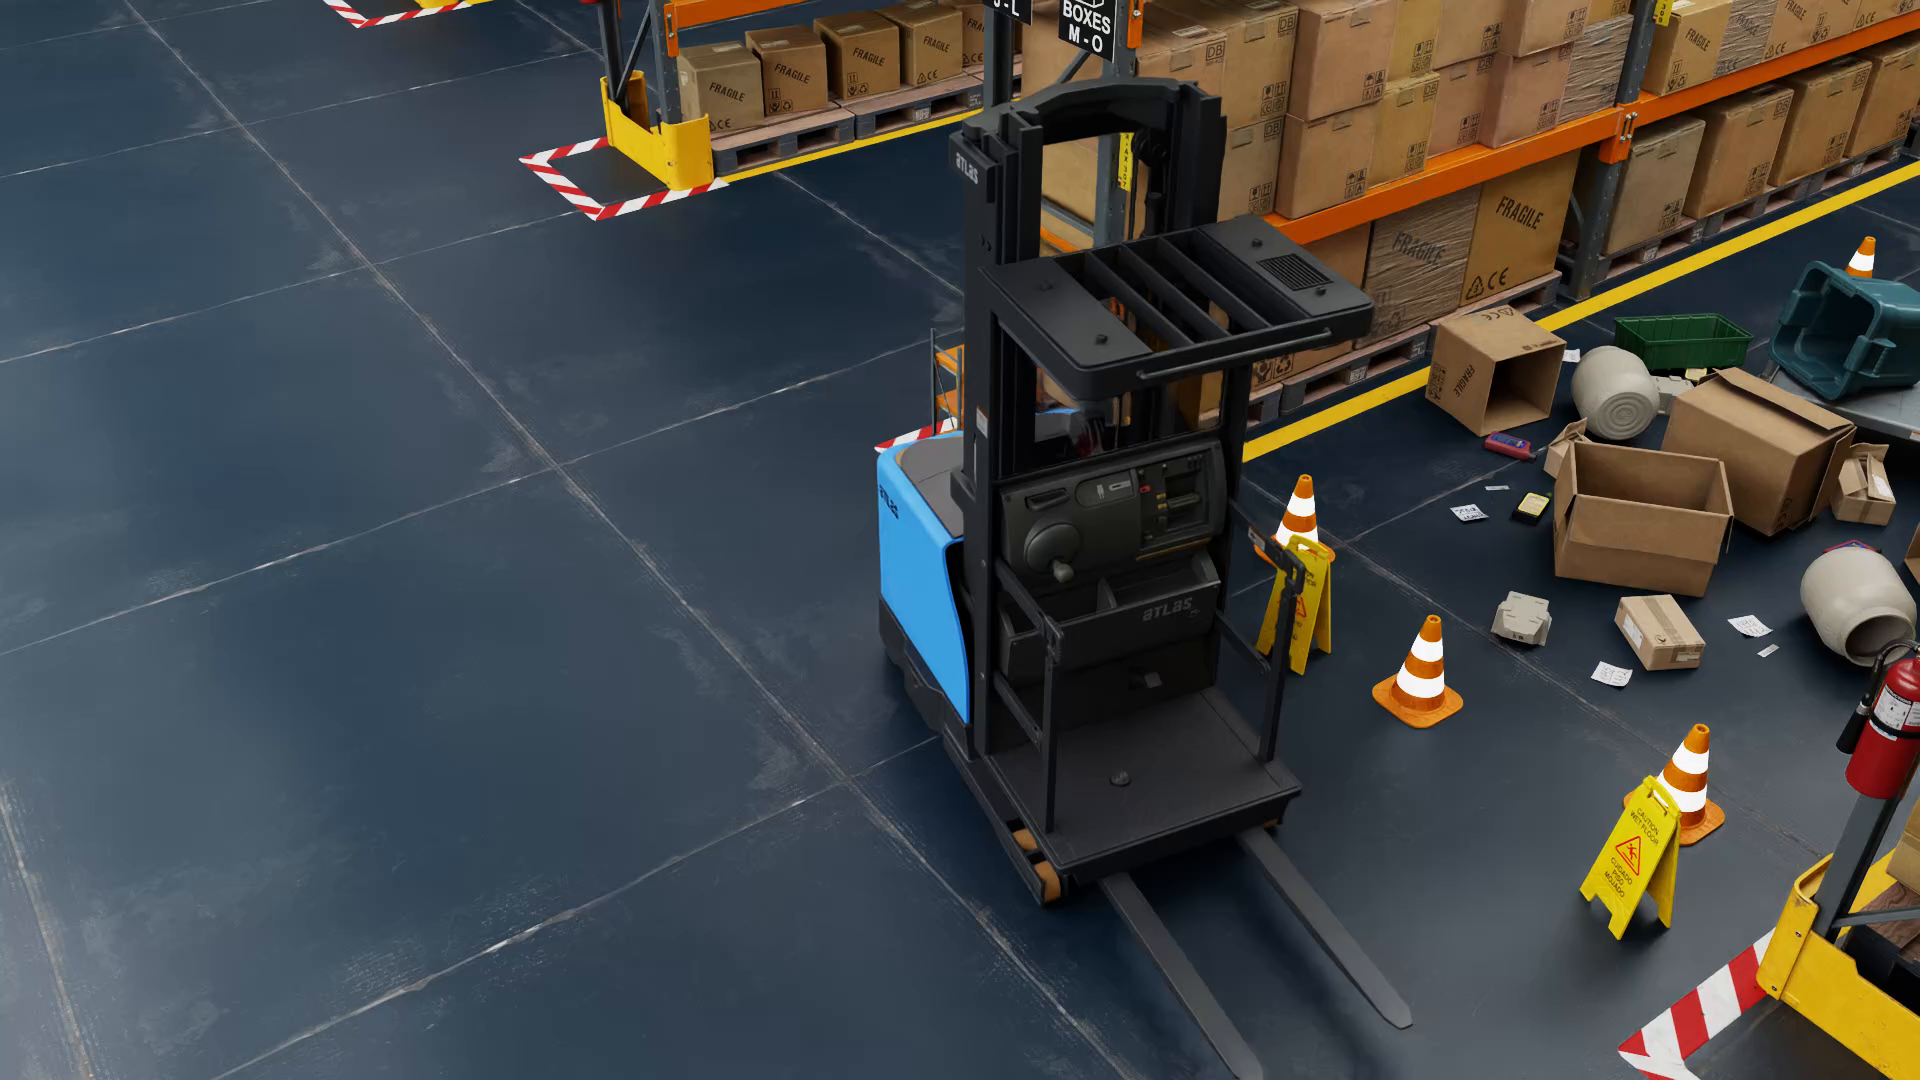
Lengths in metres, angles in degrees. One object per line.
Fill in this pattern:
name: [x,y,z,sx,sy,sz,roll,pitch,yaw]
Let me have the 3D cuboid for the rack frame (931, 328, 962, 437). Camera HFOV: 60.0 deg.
rack frame: [-0.064,-0.461,8.176,0.015,1.200,0.240,-22,41,-28]

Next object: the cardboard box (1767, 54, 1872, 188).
cardboard box: [5.729,-3.138,11.925,0.750,0.750,1.050,-22,41,-27]

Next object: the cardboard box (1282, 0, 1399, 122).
cardboard box: [1.710,-2.606,8.564,0.550,0.550,0.875,-22,41,-28]

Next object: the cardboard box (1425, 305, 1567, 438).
cardboard box: [3.044,-0.967,9.478,0.500,0.500,0.500,-15,38,-20]

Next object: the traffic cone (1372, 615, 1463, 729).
traffic cone: [2.077,0.535,7.423,0.334,0.463,0.336,-22,41,-28]

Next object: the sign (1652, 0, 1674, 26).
sign: [4.043,-3.112,9.512,0.005,0.325,0.100,-22,41,-28]

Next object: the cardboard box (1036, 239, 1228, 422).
cardboard box: [0.968,-1.215,9.144,0.875,0.875,0.875,-22,41,-28]

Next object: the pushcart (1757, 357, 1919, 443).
pushcart: [5.302,-0.671,9.174,1.648,0.377,0.936,22,41,28]

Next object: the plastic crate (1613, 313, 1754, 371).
plastic crate: [4.334,-1.191,10.009,0.662,0.188,0.450,-3,26,-4]

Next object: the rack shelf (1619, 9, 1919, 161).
rack shelf: [5.356,-3.374,11.301,4.000,0.370,1.077,-22,41,-28]

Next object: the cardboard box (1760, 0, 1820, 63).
cardboard box: [5.129,-3.419,10.663,0.500,0.500,0.500,-23,41,-28]

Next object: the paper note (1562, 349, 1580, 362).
paper note: [3.694,-1.129,10.107,0.147,0.020,0.142,9,37,12]

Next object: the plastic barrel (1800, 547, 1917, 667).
plastic barrel: [4.202,0.310,7.770,0.421,0.421,0.512,3,36,4]

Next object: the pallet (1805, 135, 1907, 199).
pallet: [6.303,-2.977,12.522,1.213,0.211,1.003,-22,41,-28]

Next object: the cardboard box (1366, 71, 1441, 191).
cardboard box: [2.106,-2.377,9.170,0.500,0.550,0.875,-22,41,-28]

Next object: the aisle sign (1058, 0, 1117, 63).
aisle sign: [0.567,-2.536,7.294,0.004,0.787,0.394,-22,41,-28]

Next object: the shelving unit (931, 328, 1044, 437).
shelving unit: [0.135,-0.543,8.290,0.503,1.200,0.258,-22,41,-28]

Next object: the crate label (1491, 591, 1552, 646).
crate label: [2.684,0.373,7.927,0.250,0.136,0.298,15,38,20]

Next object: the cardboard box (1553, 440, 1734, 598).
cardboard box: [3.364,-0.105,8.278,0.797,0.503,0.637,9,37,12]

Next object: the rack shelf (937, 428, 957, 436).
rack shelf: [0.135,-0.488,8.330,0.480,0.148,0.258,-22,41,-28]

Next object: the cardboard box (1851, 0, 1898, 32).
cardboard box: [5.961,-3.764,11.142,0.500,0.500,0.500,-23,42,-29]

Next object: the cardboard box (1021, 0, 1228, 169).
cardboard box: [0.778,-2.253,8.074,0.550,0.550,0.875,-22,41,-28]

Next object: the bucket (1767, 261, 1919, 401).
bucket: [4.939,-1.135,9.074,0.620,0.611,0.726,-1,34,-18]

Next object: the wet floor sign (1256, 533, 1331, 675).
wet floor sign: [1.569,0.263,7.645,0.267,0.644,0.232,30,45,35]

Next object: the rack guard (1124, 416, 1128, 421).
rack guard: [0.432,-0.625,9.004,0.348,0.500,1.175,-22,41,-28]

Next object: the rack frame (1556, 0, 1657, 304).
rack frame: [3.722,-2.993,10.156,0.127,3.000,1.000,-22,41,-28]

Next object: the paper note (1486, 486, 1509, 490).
paper note: [2.890,-0.280,8.944,0.123,0.001,0.032,-3,36,-4]

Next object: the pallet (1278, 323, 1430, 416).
pallet: [2.057,-1.230,10.092,1.213,0.211,1.003,-22,41,-28]

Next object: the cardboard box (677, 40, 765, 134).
cardboard box: [-1.803,-3.406,12.512,0.500,0.500,0.500,-15,38,-20]

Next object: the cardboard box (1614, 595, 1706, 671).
cardboard box: [3.293,0.434,7.833,0.250,0.149,0.380,-3,36,-4]

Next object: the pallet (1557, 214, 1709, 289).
pallet: [4.309,-2.156,11.381,1.213,0.211,1.003,-22,41,-28]

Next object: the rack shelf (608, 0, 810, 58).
rack shelf: [-0.688,-4.429,12.769,4.000,0.370,1.077,-22,41,-28]

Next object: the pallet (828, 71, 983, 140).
pallet: [-0.580,-3.607,13.397,1.213,0.211,1.003,-22,41,-28]

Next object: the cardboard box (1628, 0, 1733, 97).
cardboard box: [4.307,-3.082,10.194,0.500,0.500,0.500,-22,41,-27]

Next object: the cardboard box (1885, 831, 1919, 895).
cardboard box: [3.912,1.218,6.296,0.500,0.250,0.500,-23,41,-28]

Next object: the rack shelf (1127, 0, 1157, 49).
rack shelf: [2.087,-3.246,8.555,4.000,0.370,1.077,-22,41,-28]

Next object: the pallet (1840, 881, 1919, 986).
pallet: [4.133,1.531,6.254,1.213,0.211,1.003,-22,41,-28]

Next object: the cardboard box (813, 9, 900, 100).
cardboard box: [-0.811,-3.825,13.094,0.500,0.500,0.500,-18,40,-24]

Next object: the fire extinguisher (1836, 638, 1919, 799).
fire extinguisher: [3.027,0.531,5.322,0.183,0.674,0.296,-22,41,-28]

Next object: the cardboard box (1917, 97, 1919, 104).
cardboard box: [7.716,-3.610,12.795,0.500,0.500,0.500,-24,42,-30]

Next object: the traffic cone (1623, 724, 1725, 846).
traffic cone: [2.995,0.951,6.845,0.334,0.463,0.336,-22,41,-28]

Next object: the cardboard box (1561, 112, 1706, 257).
cardboard box: [4.177,-2.502,11.040,0.750,0.750,1.050,-23,41,-28]

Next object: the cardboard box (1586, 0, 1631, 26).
cardboard box: [3.400,-3.385,9.647,0.550,0.550,0.875,-22,41,-28]

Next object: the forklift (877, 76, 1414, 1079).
forklift: [0.676,-0.044,6.114,1.130,2.935,3.031,-14,38,-19]

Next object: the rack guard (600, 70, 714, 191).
rack guard: [-2.261,-3.060,12.389,0.348,0.500,1.175,-22,41,-28]

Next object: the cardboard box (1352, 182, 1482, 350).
cardboard box: [2.433,-1.818,9.982,0.875,0.875,0.875,-22,41,-28]

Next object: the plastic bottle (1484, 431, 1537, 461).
plastic bottle: [3.070,-0.515,9.227,0.283,0.061,0.133,22,41,28]

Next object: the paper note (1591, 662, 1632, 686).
paper note: [3.012,0.618,7.677,0.148,0.019,0.142,22,41,28]

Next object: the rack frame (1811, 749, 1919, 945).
rack frame: [3.386,0.681,5.048,0.127,3.000,1.000,-22,41,-28]

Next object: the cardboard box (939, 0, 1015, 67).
cardboard box: [0.133,-4.238,13.668,0.500,0.500,0.500,-10,37,-14]

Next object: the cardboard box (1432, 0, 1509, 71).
cardboard box: [2.497,-3.028,9.151,0.550,0.550,0.875,-22,41,-28]

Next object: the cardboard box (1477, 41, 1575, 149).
cardboard box: [2.990,-2.728,9.659,0.550,0.550,0.875,-22,41,-28]

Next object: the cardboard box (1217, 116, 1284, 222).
cardboard box: [1.166,-2.050,8.717,0.550,0.550,0.875,-22,41,-28]

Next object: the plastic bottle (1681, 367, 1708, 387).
plastic bottle: [4.365,-0.987,9.883,0.133,0.061,0.283,15,38,20]
